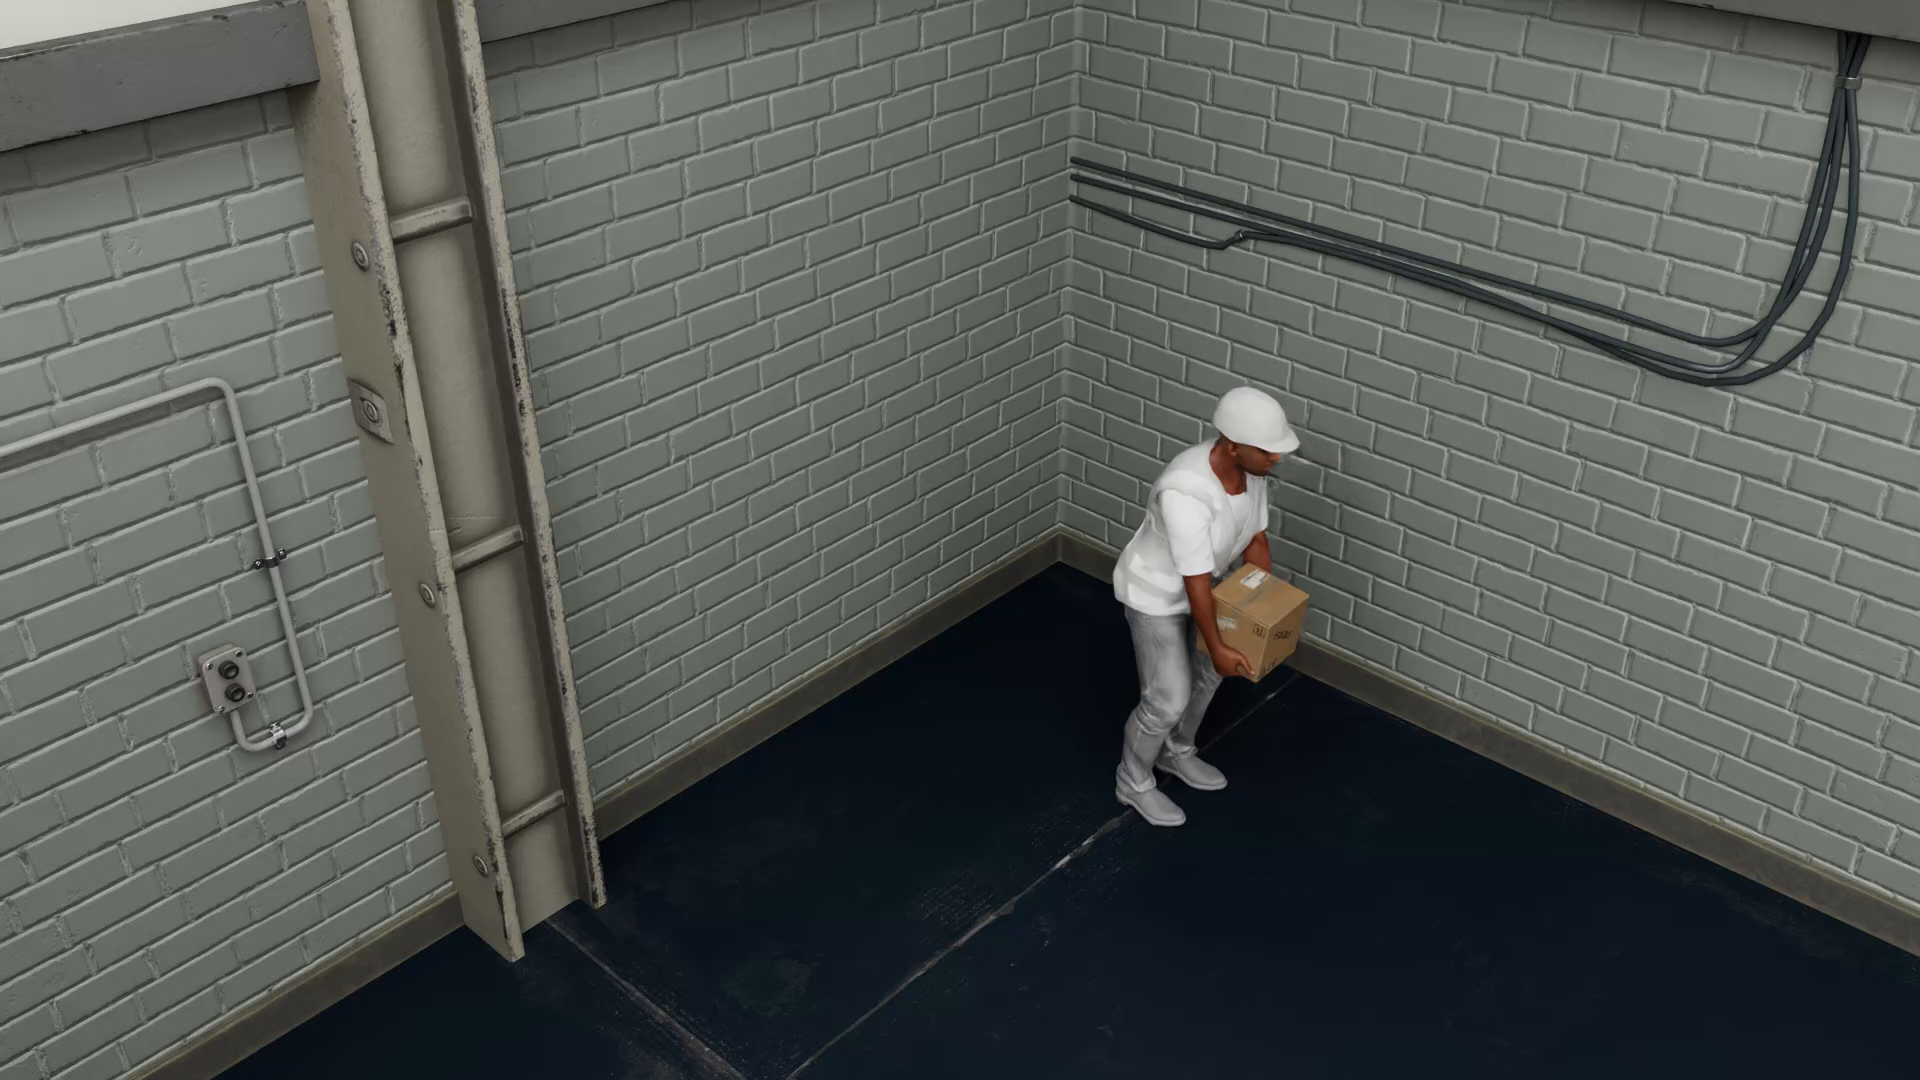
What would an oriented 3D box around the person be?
[{"bbox_3d":[0.851,0.227,5.780,0.607,1.719,0.498,24,39,34],"label":"person"}]
